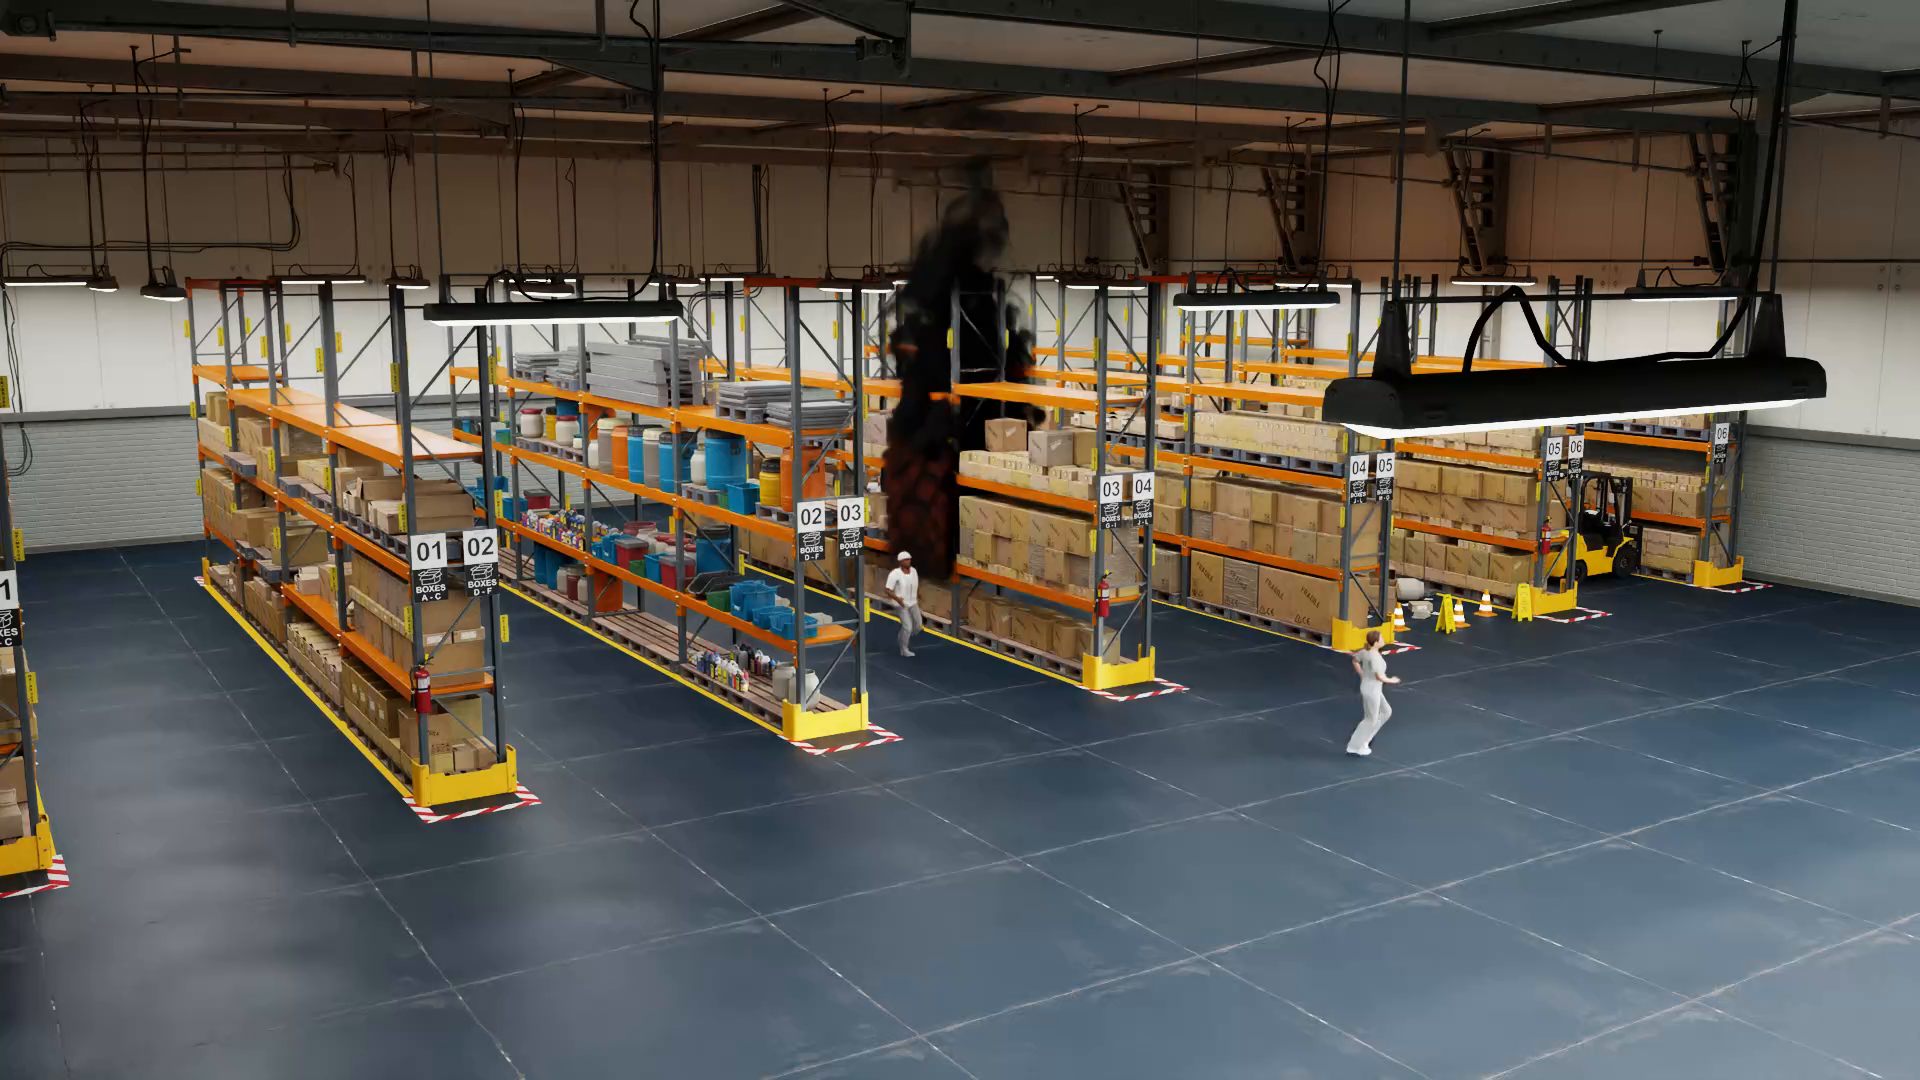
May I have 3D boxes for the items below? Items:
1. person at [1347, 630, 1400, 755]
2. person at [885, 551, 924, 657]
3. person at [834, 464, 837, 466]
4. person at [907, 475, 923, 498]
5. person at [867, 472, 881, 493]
[{"bbox_3d":[5.323,1.958,21.396,0.645,1.651,0.581,0,10,2],"label":"person"},{"bbox_3d":[-0.876,1.027,26.712,0.679,1.719,0.576,-8,13,-40],"label":"person"},{"bbox_3d":[-3.030,-1.009,39.429,0.579,1.586,0.768,-4,10,-23],"label":"person"},{"bbox_3d":[-0.835,-0.570,36.387,0.722,1.655,0.661,-6,11,-30],"label":"person"},{"bbox_3d":[-1.879,-0.751,37.556,0.599,1.609,0.768,-7,12,-36],"label":"person"}]
